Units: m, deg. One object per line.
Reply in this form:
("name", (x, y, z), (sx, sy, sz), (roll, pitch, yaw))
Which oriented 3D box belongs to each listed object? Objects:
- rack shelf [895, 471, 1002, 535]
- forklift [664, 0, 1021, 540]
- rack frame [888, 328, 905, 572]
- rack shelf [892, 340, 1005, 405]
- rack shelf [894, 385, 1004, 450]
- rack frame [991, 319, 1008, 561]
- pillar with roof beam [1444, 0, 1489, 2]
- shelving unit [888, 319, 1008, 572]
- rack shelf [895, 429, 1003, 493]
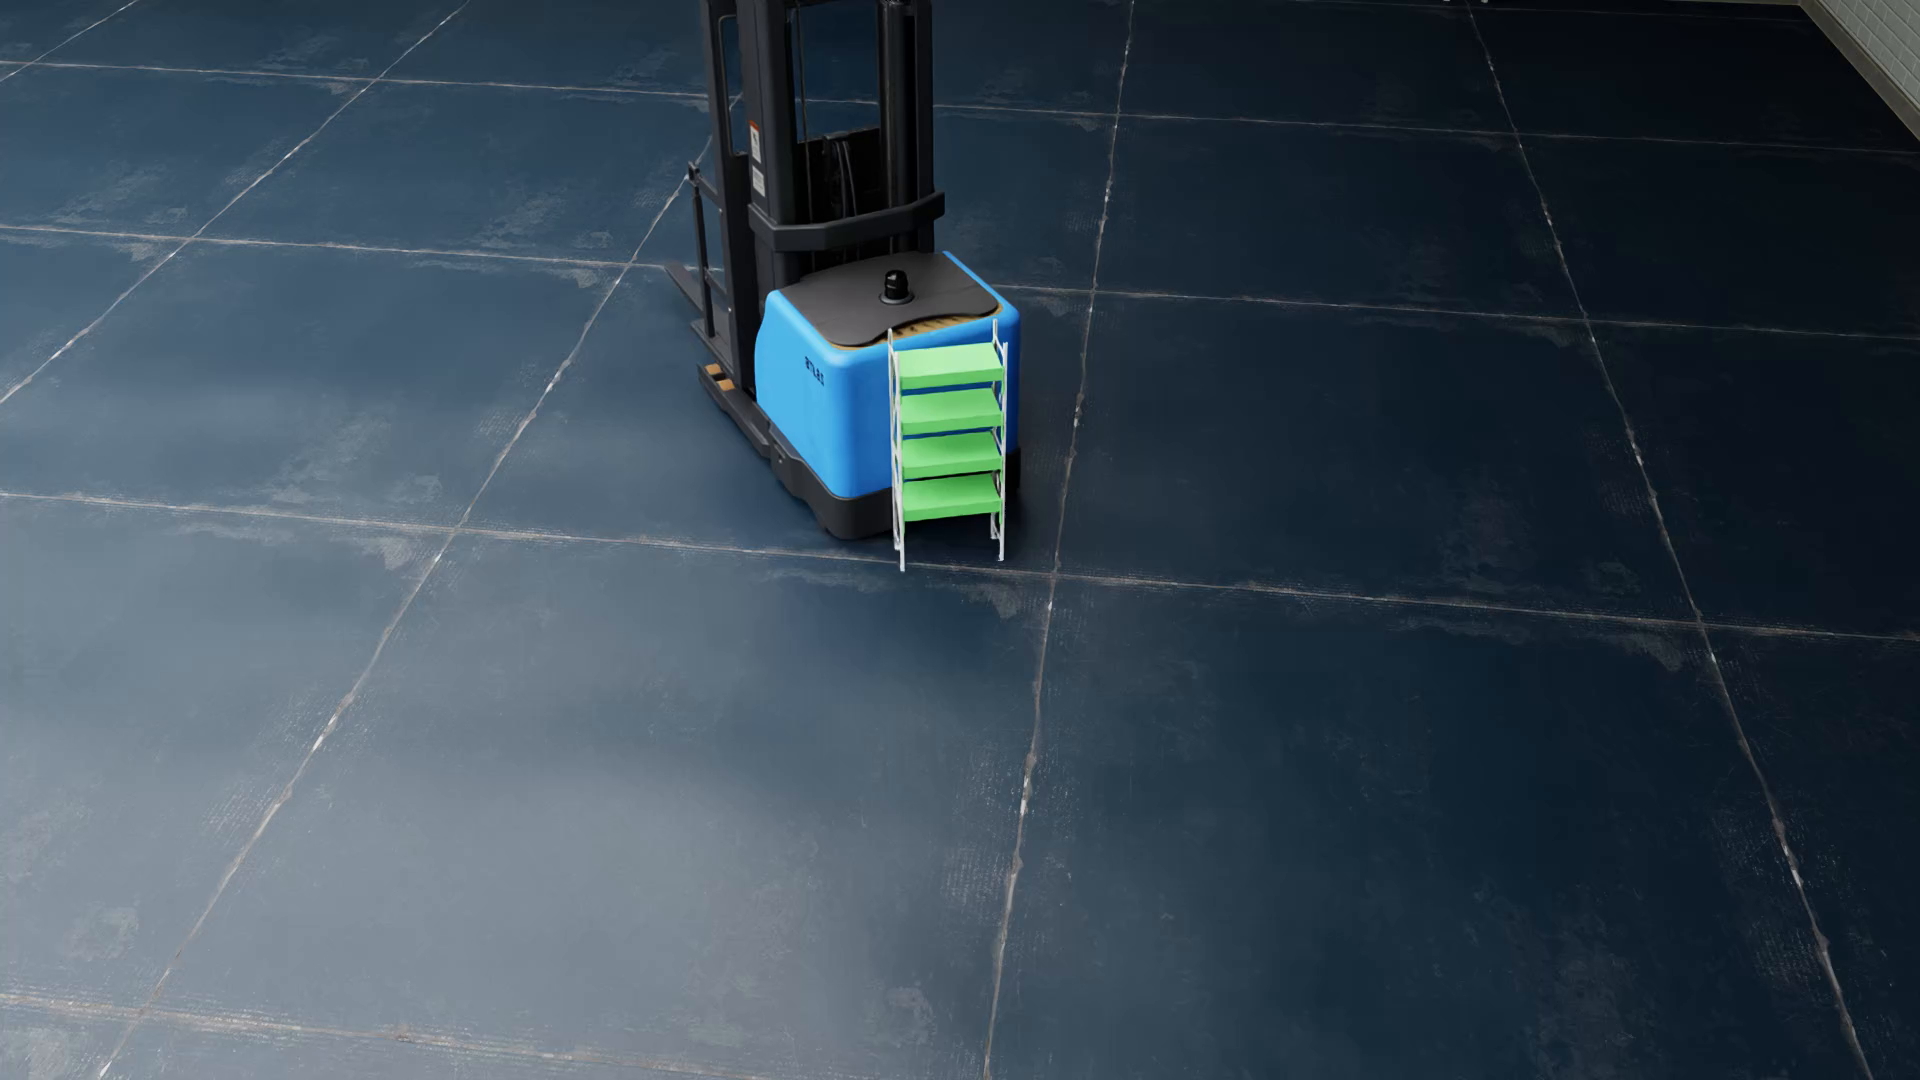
("rack shelf", (-0.057, -0.179, 7.991), (0.480, 0.148, 0.258), (-6, 36, -9))
("forklift", (-0.824, -2.033, 8.576), (1.130, 2.935, 3.031), (-17, 39, -22))
("rack frame", (-0.297, -0.400, 7.778), (0.015, 1.200, 0.240), (-6, 36, -9))
("rack shelf", (-0.057, -0.765, 7.573), (0.480, 0.148, 0.258), (-6, 36, -9))
("rack shelf", (-0.057, -0.570, 7.713), (0.480, 0.148, 0.258), (-6, 36, -9))
("rack frame", (0.183, -0.453, 7.852), (0.015, 1.200, 0.240), (-6, 36, -9))
("pillar with roof beam", (4.068, -6.162, 9.137), (0.400, 9.000, 9.100), (4, 36, 6))
("shelving unit", (-0.057, -0.427, 7.815), (0.503, 1.200, 0.258), (-6, 36, -9))
("rack shelf", (-0.057, -0.375, 7.852), (0.480, 0.148, 0.258), (-6, 36, -9))
